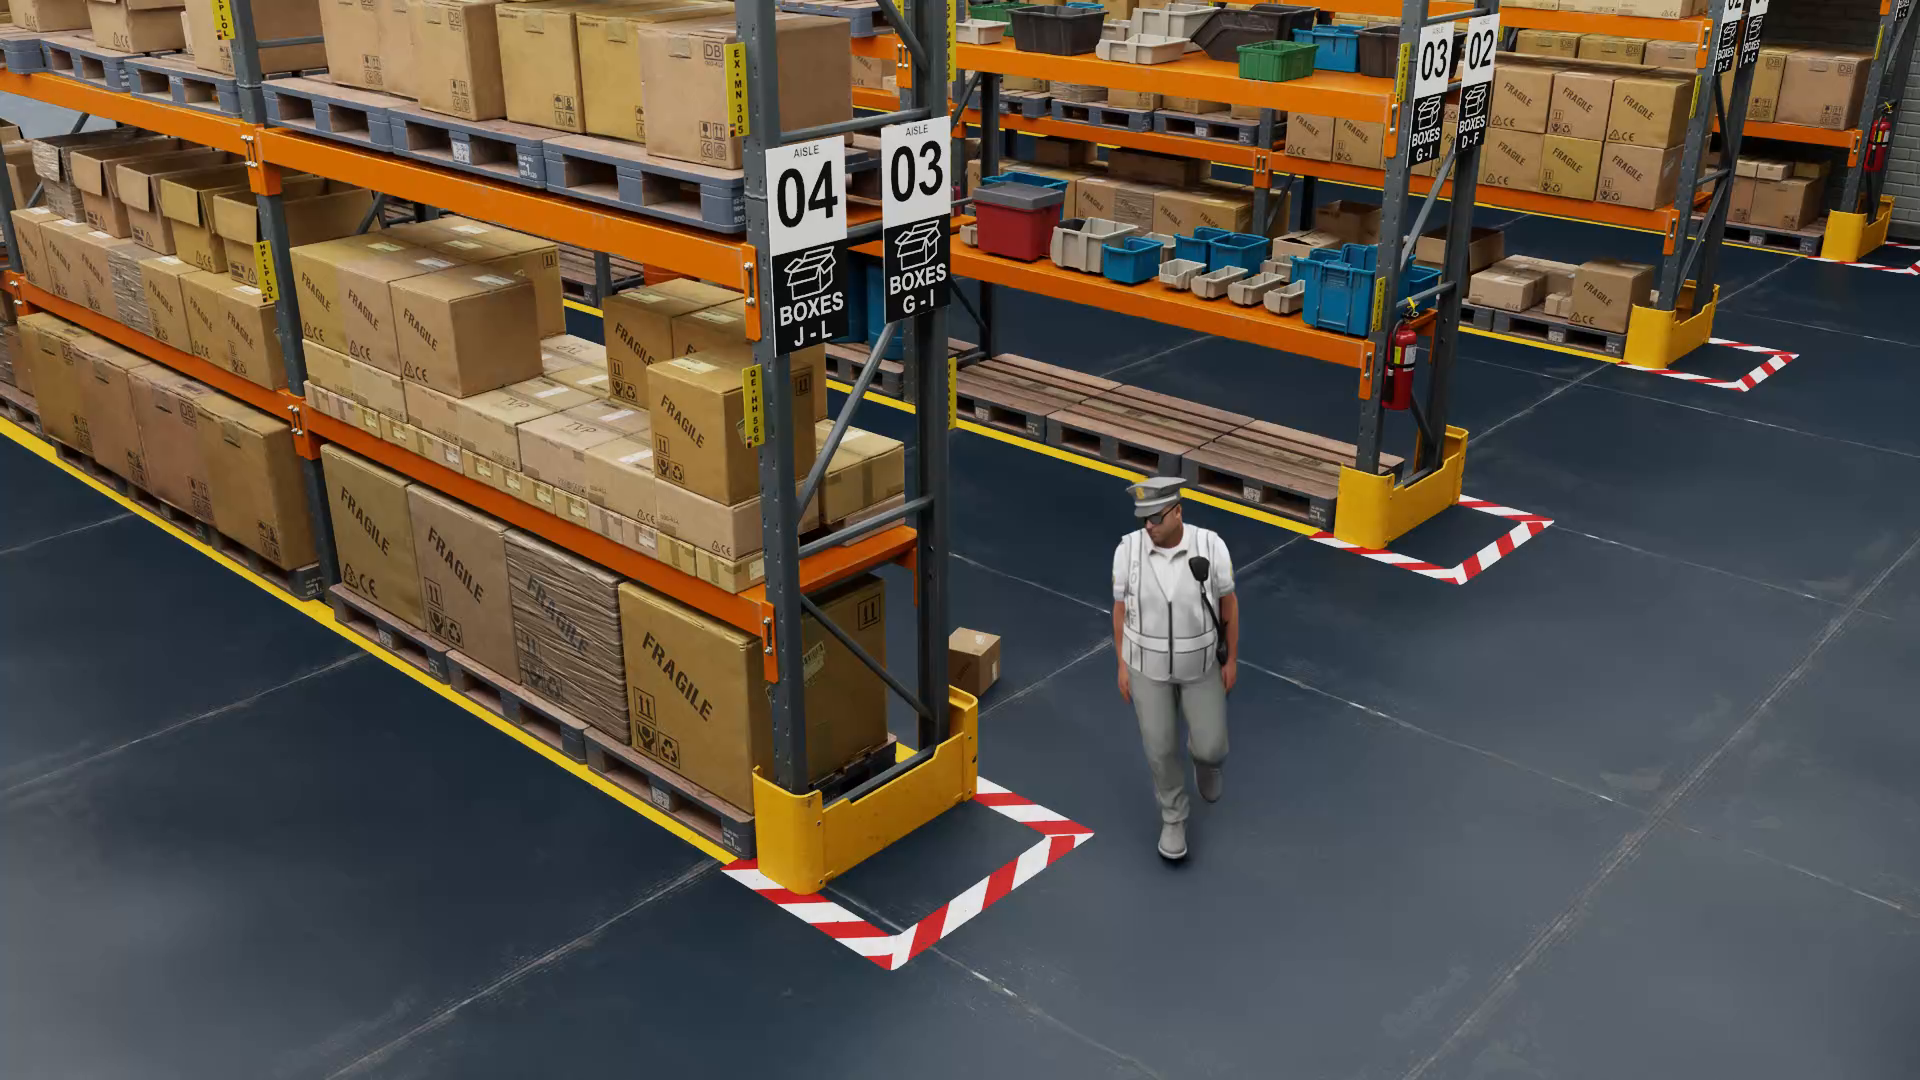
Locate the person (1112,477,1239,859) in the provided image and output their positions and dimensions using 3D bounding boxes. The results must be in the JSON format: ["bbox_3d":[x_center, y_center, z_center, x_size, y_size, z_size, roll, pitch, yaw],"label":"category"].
[{"bbox_3d":[0.943,0.524,7.364,0.568,1.723,0.625,3,24,6],"label":"person"}]
